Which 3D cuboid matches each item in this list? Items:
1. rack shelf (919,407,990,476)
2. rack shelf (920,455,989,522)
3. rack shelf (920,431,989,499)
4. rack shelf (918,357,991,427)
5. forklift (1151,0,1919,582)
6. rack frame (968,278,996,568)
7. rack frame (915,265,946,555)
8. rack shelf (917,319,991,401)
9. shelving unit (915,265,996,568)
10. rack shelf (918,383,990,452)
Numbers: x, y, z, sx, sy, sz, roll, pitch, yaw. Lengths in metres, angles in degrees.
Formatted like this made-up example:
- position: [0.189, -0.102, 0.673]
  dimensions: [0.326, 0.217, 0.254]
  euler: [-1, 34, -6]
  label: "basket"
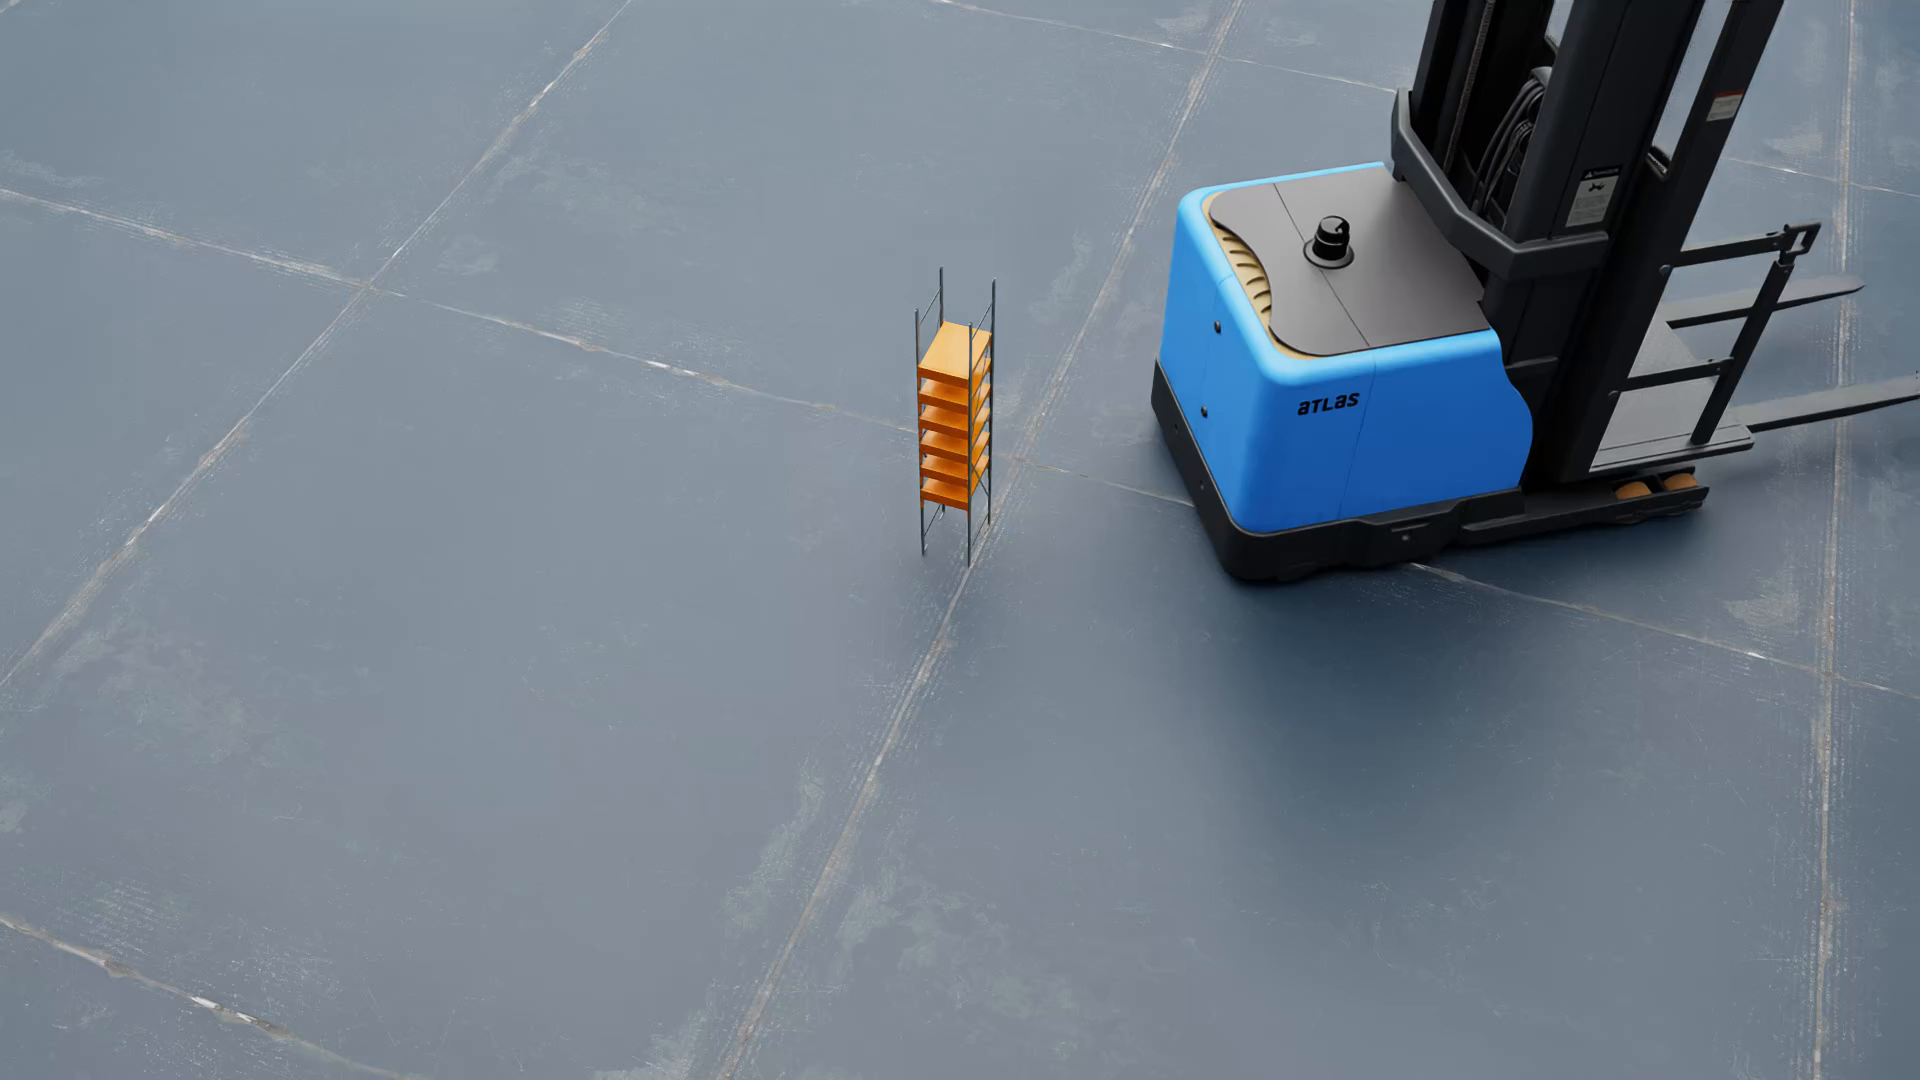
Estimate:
- position: [-0.014, -0.368, 5.833]
  dimensions: [0.180, 0.103, 0.258]
  euler: [16, 51, 13]
  label: "rack shelf"
- position: [-0.014, -0.210, 6.015]
  dimensions: [0.180, 0.103, 0.258]
  euler: [16, 51, 13]
  label: "rack shelf"
- position: [-0.014, -0.289, 5.924]
  dimensions: [0.180, 0.103, 0.258]
  euler: [16, 51, 13]
  label: "rack shelf"
- position: [-0.014, -0.525, 5.652]
  dimensions: [0.180, 0.103, 0.258]
  euler: [16, 51, 13]
  label: "rack shelf"
- position: [2.334, -1.401, 5.525]
  dimensions: [3.031, 2.935, 1.130]
  euler: [-10, 50, -9]
  label: "forklift"
- position: [0.072, -0.373, 5.779]
  dimensions: [0.006, 1.200, 0.240]
  euler: [16, 51, 13]
  label: "rack frame"
- position: [-0.099, -0.421, 5.821]
  dimensions: [0.006, 1.200, 0.240]
  euler: [16, 51, 13]
  label: "rack frame"
- position: [-0.014, -0.603, 5.561]
  dimensions: [0.180, 0.103, 0.258]
  euler: [16, 51, 13]
  label: "rack shelf"
- position: [-0.014, -0.397, 5.800]
  dimensions: [0.189, 1.200, 0.258]
  euler: [16, 51, 13]
  label: "shelving unit"
- position: [-0.014, -0.446, 5.743]
  dimensions: [0.180, 0.103, 0.258]
  euler: [16, 51, 13]
  label: "rack shelf"
